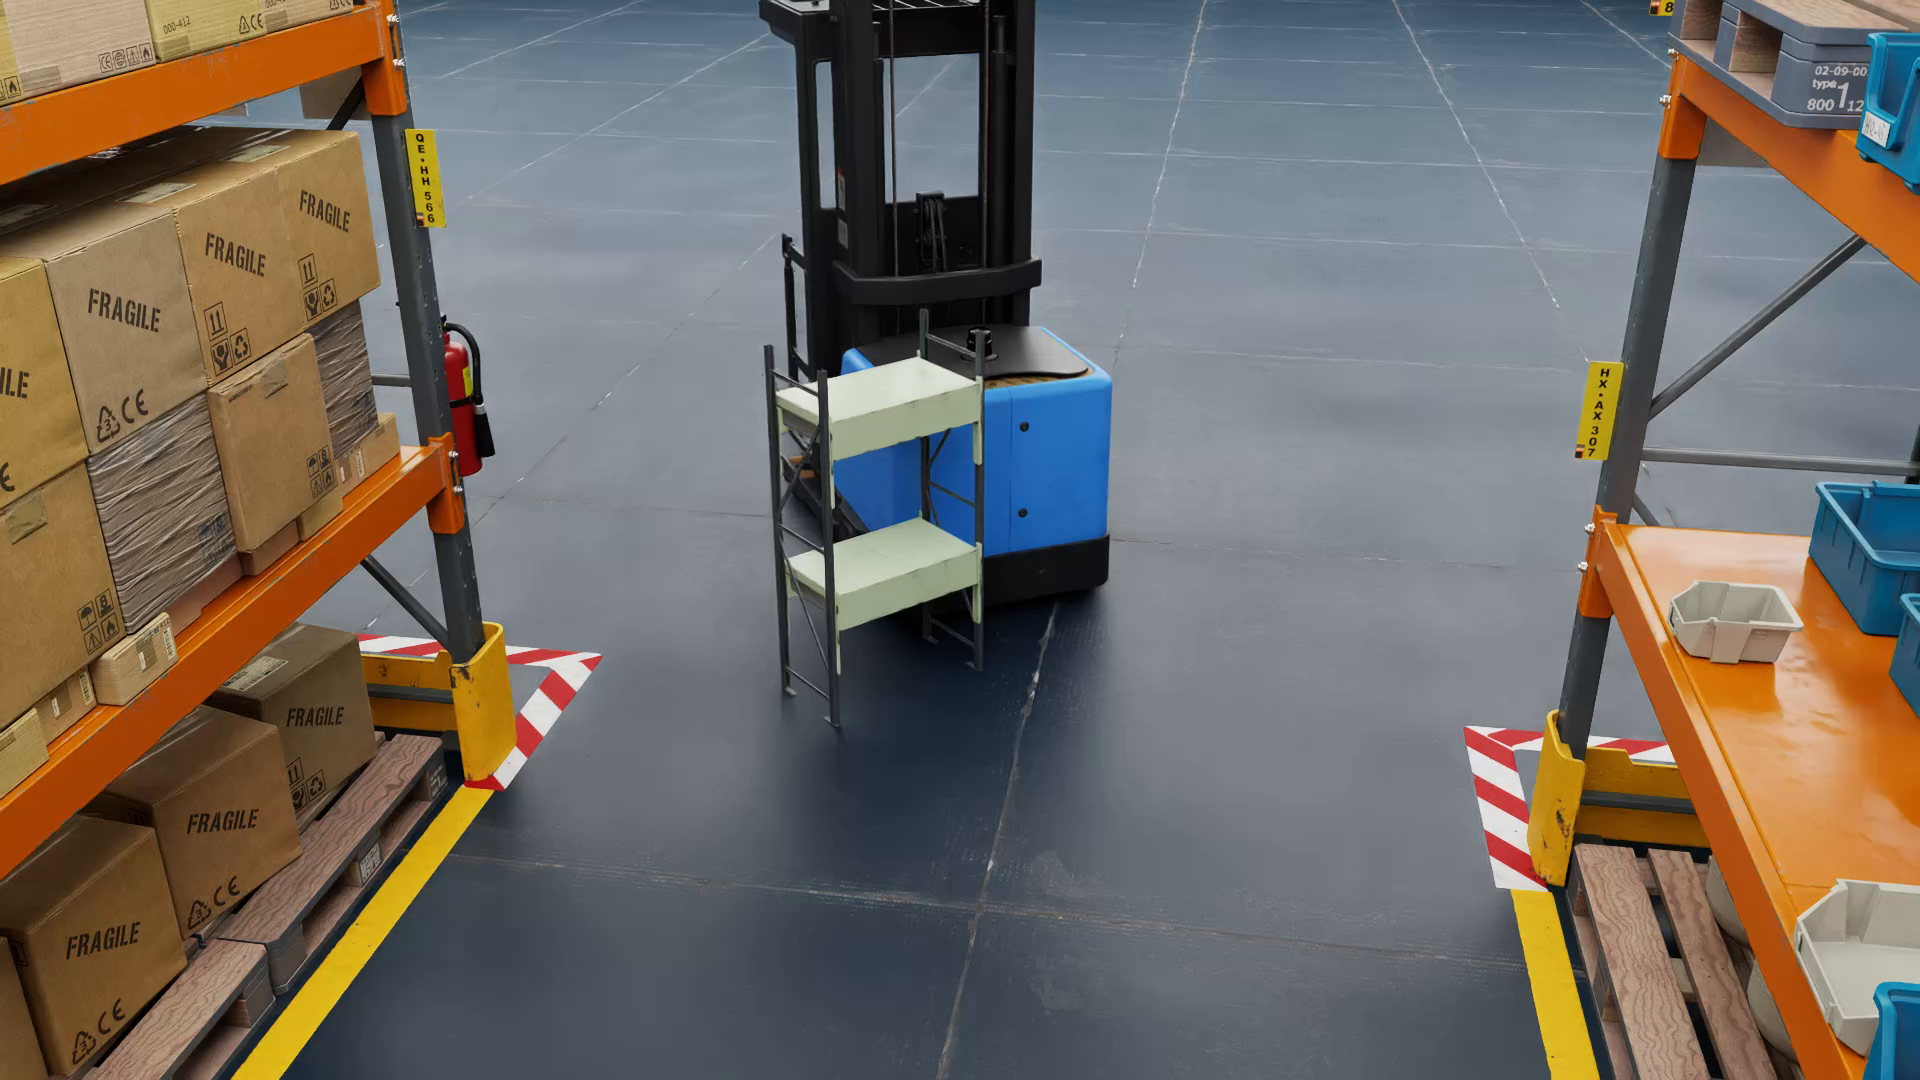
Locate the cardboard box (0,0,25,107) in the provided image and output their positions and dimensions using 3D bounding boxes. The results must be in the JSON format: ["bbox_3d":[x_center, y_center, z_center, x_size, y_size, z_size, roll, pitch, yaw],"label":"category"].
[{"bbox_3d":[-2.402,-1.022,3.534,0.500,0.250,0.500,4,25,8],"label":"cardboard box"}]

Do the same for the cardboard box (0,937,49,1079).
[{"bbox_3d":[-2.765,1.361,4.258,0.500,0.500,0.500,2,25,4],"label":"cardboard box"}]

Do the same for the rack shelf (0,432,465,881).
[{"bbox_3d":[-2.653,0.578,4.326,1.077,0.370,4.000,4,25,9],"label":"rack shelf"}]

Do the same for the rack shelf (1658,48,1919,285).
[{"bbox_3d":[2.233,-0.437,2.957,1.077,0.370,4.000,4,25,9],"label":"rack shelf"}]

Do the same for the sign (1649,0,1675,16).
[{"bbox_3d":[2.018,-1.644,4.675,0.100,0.325,0.005,4,25,9],"label":"sign"}]

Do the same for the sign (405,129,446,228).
[{"bbox_3d":[-1.782,-1.205,5.548,0.100,0.325,0.005,4,25,9],"label":"sign"}]

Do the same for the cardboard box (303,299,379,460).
[{"bbox_3d":[-2.443,-0.536,5.389,0.875,0.500,0.500,4,25,9],"label":"cardboard box"}]

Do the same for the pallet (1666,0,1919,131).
[{"bbox_3d":[2.329,-1.175,3.906,1.003,0.211,1.213,4,25,9],"label":"pallet"}]

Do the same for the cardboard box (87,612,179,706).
[{"bbox_3d":[-2.310,0.298,4.372,0.380,0.149,0.250,4,25,9],"label":"cardboard box"}]

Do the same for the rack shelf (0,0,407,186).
[{"bbox_3d":[-2.653,-0.781,3.690,1.077,0.370,4.000,4,25,9],"label":"rack shelf"}]

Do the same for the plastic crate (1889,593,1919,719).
[{"bbox_3d":[2.662,0.327,4.188,0.499,0.251,0.408,4,25,9],"label":"plastic crate"}]

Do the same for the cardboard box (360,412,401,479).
[{"bbox_3d":[-2.169,-0.337,5.728,0.380,0.149,0.250,4,25,9],"label":"cardboard box"}]

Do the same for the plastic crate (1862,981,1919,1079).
[{"bbox_3d":[1.820,1.017,2.714,0.499,0.251,0.616,4,25,9],"label":"plastic crate"}]

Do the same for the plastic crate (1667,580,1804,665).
[{"bbox_3d":[2.097,0.230,4.531,0.298,0.136,0.250,4,25,9],"label":"plastic crate"}]

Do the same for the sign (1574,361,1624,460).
[{"bbox_3d":[2.018,-0.406,5.254,0.100,0.325,0.005,4,25,9],"label":"sign"}]

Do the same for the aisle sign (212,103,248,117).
[{"bbox_3d":[-2.612,-1.808,5.509,0.394,0.787,0.004,4,25,9],"label":"aisle sign"}]

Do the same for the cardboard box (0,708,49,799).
[{"bbox_3d":[-2.416,0.505,3.929,0.380,0.149,0.250,4,25,9],"label":"cardboard box"}]

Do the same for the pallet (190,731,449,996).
[{"bbox_3d":[-2.506,1.048,5.763,1.003,0.211,1.213,4,25,9],"label":"pallet"}]

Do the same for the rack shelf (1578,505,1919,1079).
[{"bbox_3d":[2.233,0.921,3.592,1.077,0.370,4.000,4,25,9],"label":"rack shelf"}]

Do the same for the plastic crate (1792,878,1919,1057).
[{"bbox_3d":[1.922,0.855,3.197,0.530,0.136,0.437,4,25,9],"label":"plastic crate"}]

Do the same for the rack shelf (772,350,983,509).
[{"bbox_3d":[-0.322,-0.446,6.512,0.720,0.370,0.431,-18,31,-34],"label":"rack shelf"}]

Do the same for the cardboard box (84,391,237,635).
[{"bbox_3d":[-2.531,-0.113,4.484,0.875,0.500,0.500,4,25,9],"label":"cardboard box"}]

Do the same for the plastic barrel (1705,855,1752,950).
[{"bbox_3d":[2.528,0.976,5.066,0.421,0.512,0.421,0,25,0],"label":"plastic barrel"}]

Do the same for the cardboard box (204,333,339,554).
[{"bbox_3d":[-2.406,-0.319,4.924,0.875,0.500,0.500,4,25,9],"label":"cardboard box"}]

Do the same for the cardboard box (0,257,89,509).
[{"bbox_3d":[-2.422,-0.343,3.796,0.500,0.500,0.500,4,25,9],"label":"cardboard box"}]

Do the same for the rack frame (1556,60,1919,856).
[{"bbox_3d":[2.560,-0.241,5.227,1.000,3.000,0.127,4,25,9],"label":"rack frame"}]

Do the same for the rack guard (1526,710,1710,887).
[{"bbox_3d":[2.594,0.926,5.682,1.175,0.500,0.348,4,25,9],"label":"rack guard"}]

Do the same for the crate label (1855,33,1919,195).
[{"bbox_3d":[1.928,-0.772,2.999,0.502,0.251,0.408,4,25,9],"label":"crate label"}]

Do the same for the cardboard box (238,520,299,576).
[{"bbox_3d":[-2.257,-0.021,5.053,0.380,0.149,0.250,4,25,9],"label":"cardboard box"}]

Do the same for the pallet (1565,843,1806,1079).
[{"bbox_3d":[2.456,1.396,5.018,1.003,0.211,1.213,4,25,9],"label":"pallet"}]

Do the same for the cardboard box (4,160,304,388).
[{"bbox_3d":[-2.248,-0.761,4.688,0.500,0.500,0.500,4,25,9],"label":"cardboard box"}]

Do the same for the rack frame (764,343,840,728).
[{"bbox_3d":[-0.612,0.003,6.475,0.023,1.500,0.400,-18,31,-34],"label":"rack frame"}]

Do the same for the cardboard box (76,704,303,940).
[{"bbox_3d":[-2.509,0.870,5.306,0.500,0.500,0.500,11,27,22],"label":"cardboard box"}]

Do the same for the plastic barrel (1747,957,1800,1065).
[{"bbox_3d":[2.446,1.186,4.618,0.421,0.512,0.421,0,25,0],"label":"plastic barrel"}]

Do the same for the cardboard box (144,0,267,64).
[{"bbox_3d":[-2.233,-1.447,4.441,0.500,0.250,0.500,4,25,9],"label":"cardboard box"}]

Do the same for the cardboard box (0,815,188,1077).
[{"bbox_3d":[-2.630,1.130,4.750,0.500,0.500,0.500,6,26,13],"label":"cardboard box"}]

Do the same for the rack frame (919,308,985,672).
[{"bbox_3d":[-0.033,-0.187,6.881,0.023,1.500,0.400,-18,31,-34],"label":"rack frame"}]

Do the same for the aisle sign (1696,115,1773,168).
[{"bbox_3d":[2.283,-1.469,4.784,0.394,0.787,0.004,4,25,9],"label":"aisle sign"}]

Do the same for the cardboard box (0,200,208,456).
[{"bbox_3d":[-2.332,-0.552,4.242,0.500,0.500,0.500,4,25,9],"label":"cardboard box"}]

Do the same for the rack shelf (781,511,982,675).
[{"bbox_3d":[-0.322,0.203,6.816,0.720,0.370,0.431,-18,31,-34],"label":"rack shelf"}]

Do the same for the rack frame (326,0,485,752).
[{"bbox_3d":[-2.326,-0.584,5.960,1.000,3.000,0.127,4,25,9],"label":"rack frame"}]

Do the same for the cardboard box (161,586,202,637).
[{"bbox_3d":[-2.357,0.187,4.609,0.380,0.149,0.250,4,25,9],"label":"cardboard box"}]

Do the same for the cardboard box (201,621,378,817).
[{"bbox_3d":[-2.445,0.618,5.846,0.500,0.500,0.500,9,27,18],"label":"cardboard box"}]

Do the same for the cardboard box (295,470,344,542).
[{"bbox_3d":[-2.201,-0.124,5.274,0.380,0.149,0.250,4,25,9],"label":"cardboard box"}]

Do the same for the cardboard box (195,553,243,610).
[{"bbox_3d":[-2.338,0.081,4.836,0.380,0.149,0.250,4,25,9],"label":"cardboard box"}]

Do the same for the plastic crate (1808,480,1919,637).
[{"bbox_3d":[2.774,0.056,4.767,0.499,0.251,0.616,4,25,9],"label":"plastic crate"}]

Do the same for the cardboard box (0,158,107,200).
[{"bbox_3d":[-2.773,-0.797,4.767,0.500,0.500,0.500,4,25,9],"label":"cardboard box"}]

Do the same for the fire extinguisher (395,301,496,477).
[{"bbox_3d":[-1.853,-0.565,6.011,0.296,0.674,0.183,4,25,9],"label":"fire extinguisher"}]

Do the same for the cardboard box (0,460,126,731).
[{"bbox_3d":[-2.624,0.096,4.039,0.875,0.500,0.500,4,25,9],"label":"cardboard box"}]

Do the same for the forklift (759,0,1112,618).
[{"bbox_3d":[-0.306,-1.585,8.178,1.130,2.935,3.031,-9,27,-19],"label":"forklift"}]

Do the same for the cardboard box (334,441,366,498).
[{"bbox_3d":[-2.210,-0.233,5.505,0.380,0.149,0.250,4,25,9],"label":"cardboard box"}]

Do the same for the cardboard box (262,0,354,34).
[{"bbox_3d":[-2.154,-1.656,4.888,0.500,0.250,0.500,5,25,10],"label":"cardboard box"}]

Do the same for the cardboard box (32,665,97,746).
[{"bbox_3d":[-2.420,0.397,4.159,0.380,0.149,0.250,4,25,9],"label":"cardboard box"}]

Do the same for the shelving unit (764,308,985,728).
[{"bbox_3d":[-0.322,-0.092,6.678,0.755,1.500,0.431,-18,31,-34],"label":"shelving unit"}]

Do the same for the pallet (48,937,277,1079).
[{"bbox_3d":[-2.708,1.556,4.676,1.003,0.211,1.213,4,25,9],"label":"pallet"}]

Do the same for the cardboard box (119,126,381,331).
[{"bbox_3d":[-2.172,-0.970,5.136,0.500,0.500,0.500,4,25,9],"label":"cardboard box"}]

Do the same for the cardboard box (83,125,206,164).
[{"bbox_3d":[-2.685,-1.006,5.213,0.500,0.500,0.500,4,25,9],"label":"cardboard box"}]

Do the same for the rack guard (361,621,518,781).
[{"bbox_3d":[-2.338,0.580,6.422,1.175,0.500,0.348,4,25,9],"label":"rack guard"}]

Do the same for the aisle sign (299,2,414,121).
[{"bbox_3d":[-2.020,-1.767,5.420,0.394,0.787,0.004,4,25,9],"label":"aisle sign"}]

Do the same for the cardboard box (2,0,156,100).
[{"bbox_3d":[-2.325,-1.233,3.984,0.500,0.250,0.500,5,25,10],"label":"cardboard box"}]
